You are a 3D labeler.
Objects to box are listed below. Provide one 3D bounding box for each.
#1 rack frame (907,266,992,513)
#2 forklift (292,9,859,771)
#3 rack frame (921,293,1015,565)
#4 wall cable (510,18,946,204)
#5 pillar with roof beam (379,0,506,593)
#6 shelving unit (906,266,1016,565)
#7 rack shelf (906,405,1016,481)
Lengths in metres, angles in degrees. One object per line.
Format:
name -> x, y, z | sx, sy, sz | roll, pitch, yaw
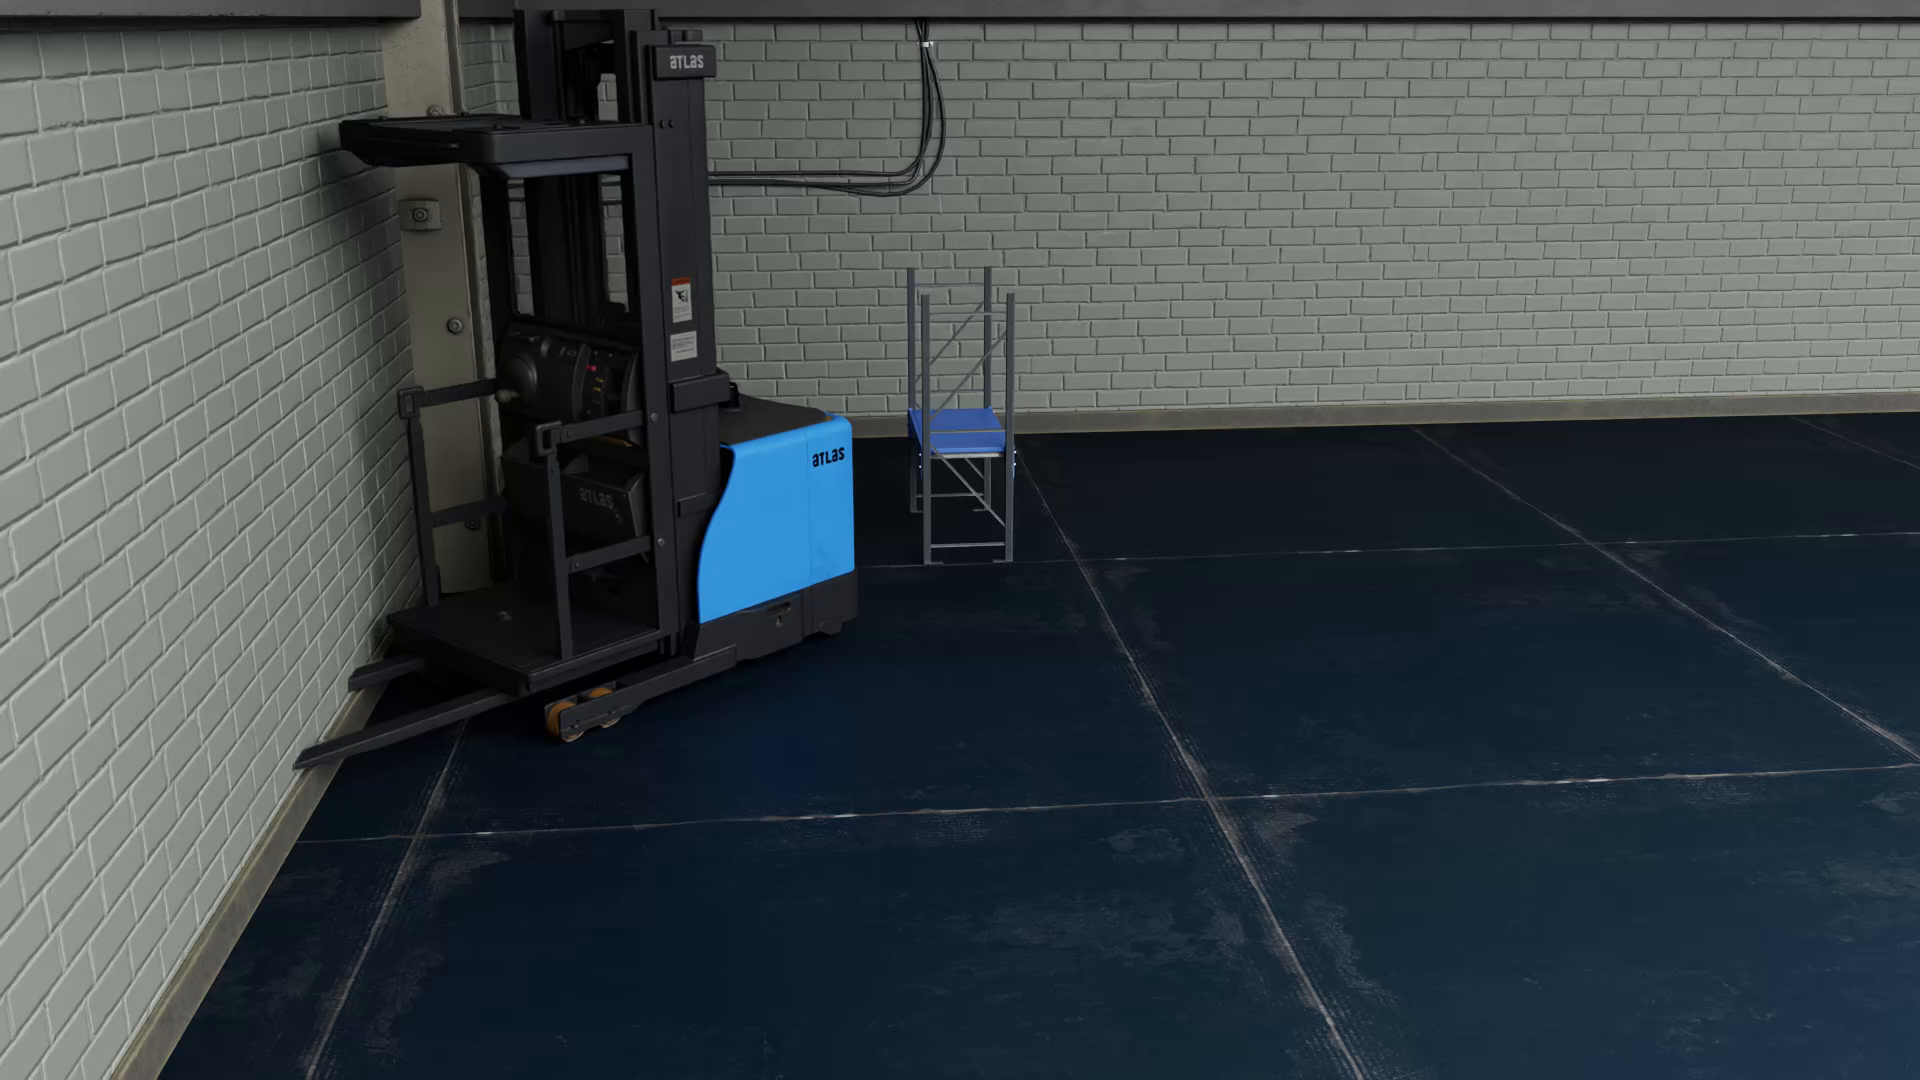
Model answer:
rack frame -> -0.061, -0.892, 10.016 | 0.500, 1.500, 0.032 | -2, 18, -6
forklift -> -1.845, -0.723, 7.086 | 1.130, 2.935, 3.031 | 14, 22, 38
rack frame -> 0.044, -0.590, 9.051 | 0.500, 1.500, 0.032 | -2, 18, -6
wall cable -> -1.631, -3.514, 11.031 | 3.097, 2.526, 0.112 | -2, 18, -6
pillar with roof beam -> 1.639, -4.210, 8.064 | 9.100, 9.000, 0.400 | -2, 18, -6
shelving unit -> -0.009, -0.741, 9.533 | 0.538, 1.500, 1.048 | -2, 18, -6
rack shelf -> -0.009, -0.569, 9.587 | 0.538, 0.185, 1.000 | -2, 18, -6
